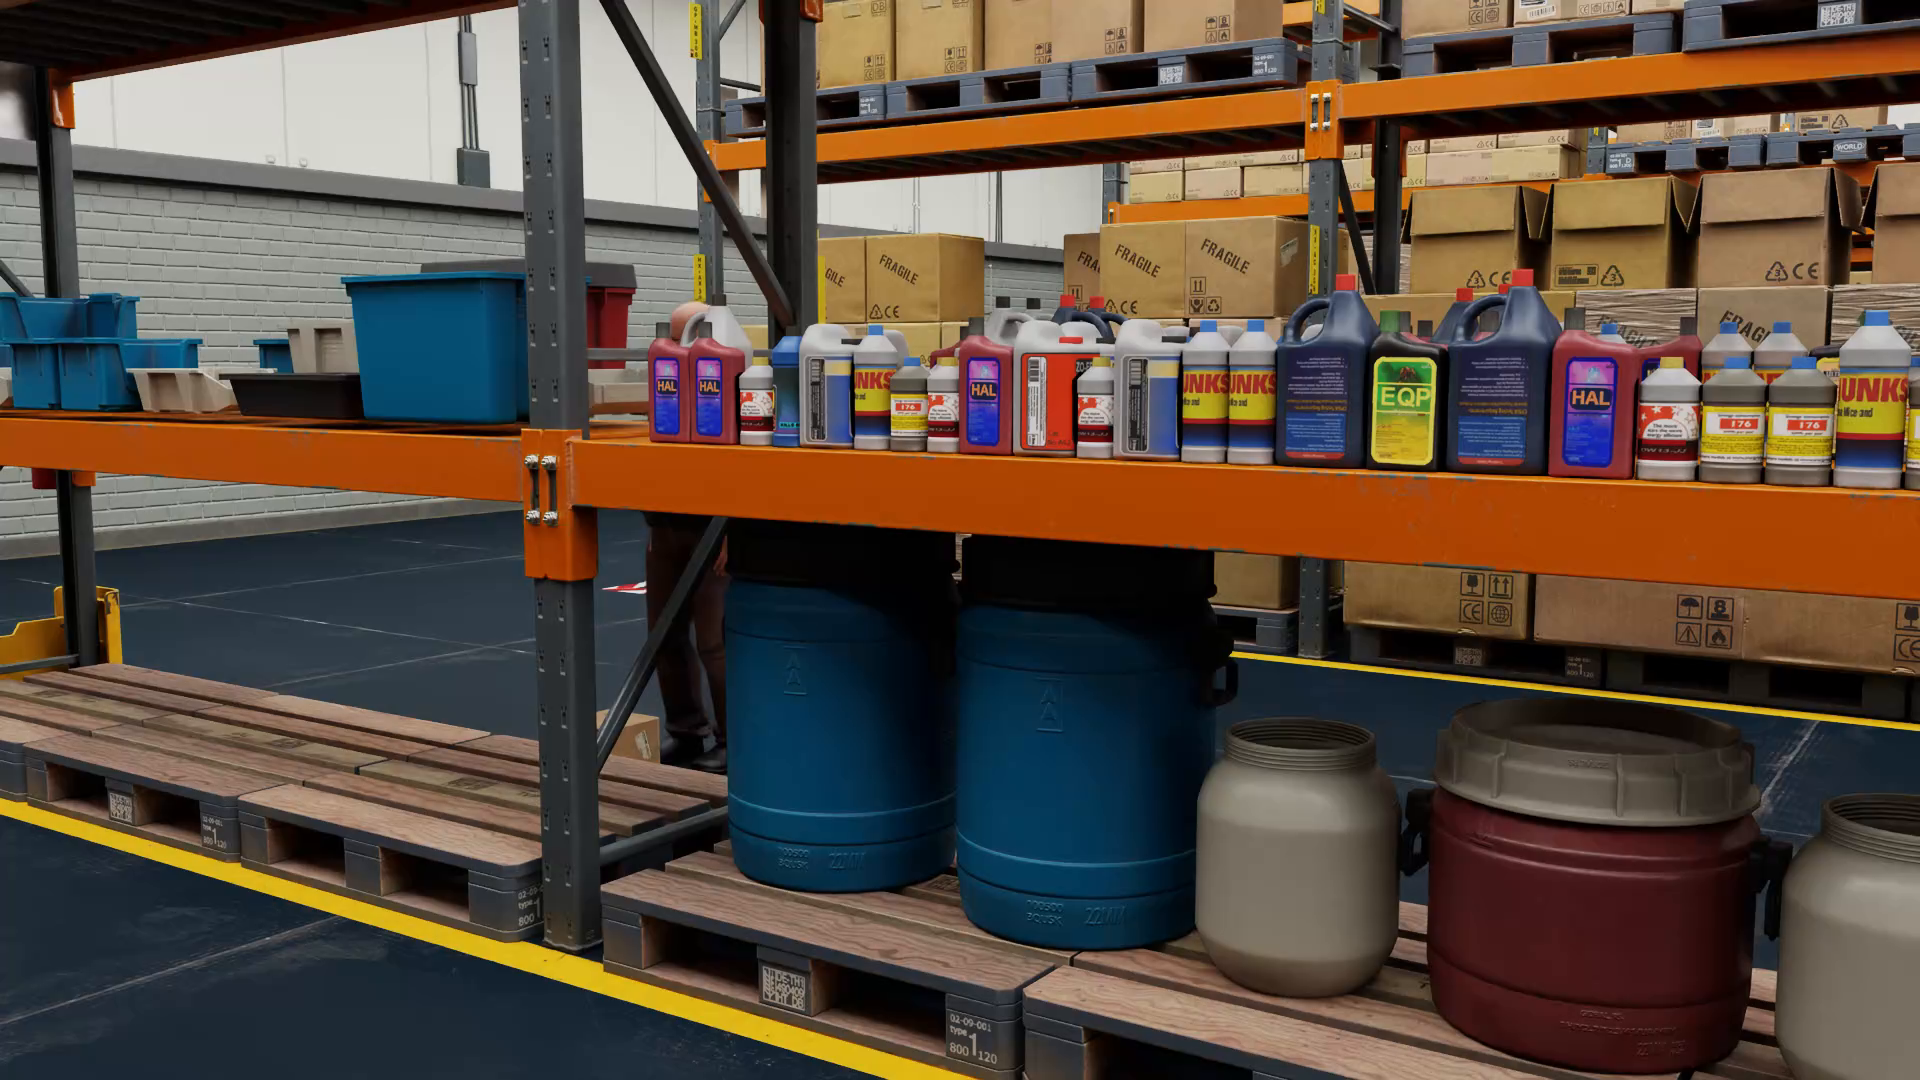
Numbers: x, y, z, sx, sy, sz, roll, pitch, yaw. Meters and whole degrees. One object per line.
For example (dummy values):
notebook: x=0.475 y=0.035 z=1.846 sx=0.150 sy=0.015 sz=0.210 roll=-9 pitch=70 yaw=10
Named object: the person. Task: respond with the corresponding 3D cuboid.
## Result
person: x=-0.978 y=0.234 z=6.046 sx=0.582 sy=1.226 sz=0.795 roll=4 pitch=7 yaw=33
